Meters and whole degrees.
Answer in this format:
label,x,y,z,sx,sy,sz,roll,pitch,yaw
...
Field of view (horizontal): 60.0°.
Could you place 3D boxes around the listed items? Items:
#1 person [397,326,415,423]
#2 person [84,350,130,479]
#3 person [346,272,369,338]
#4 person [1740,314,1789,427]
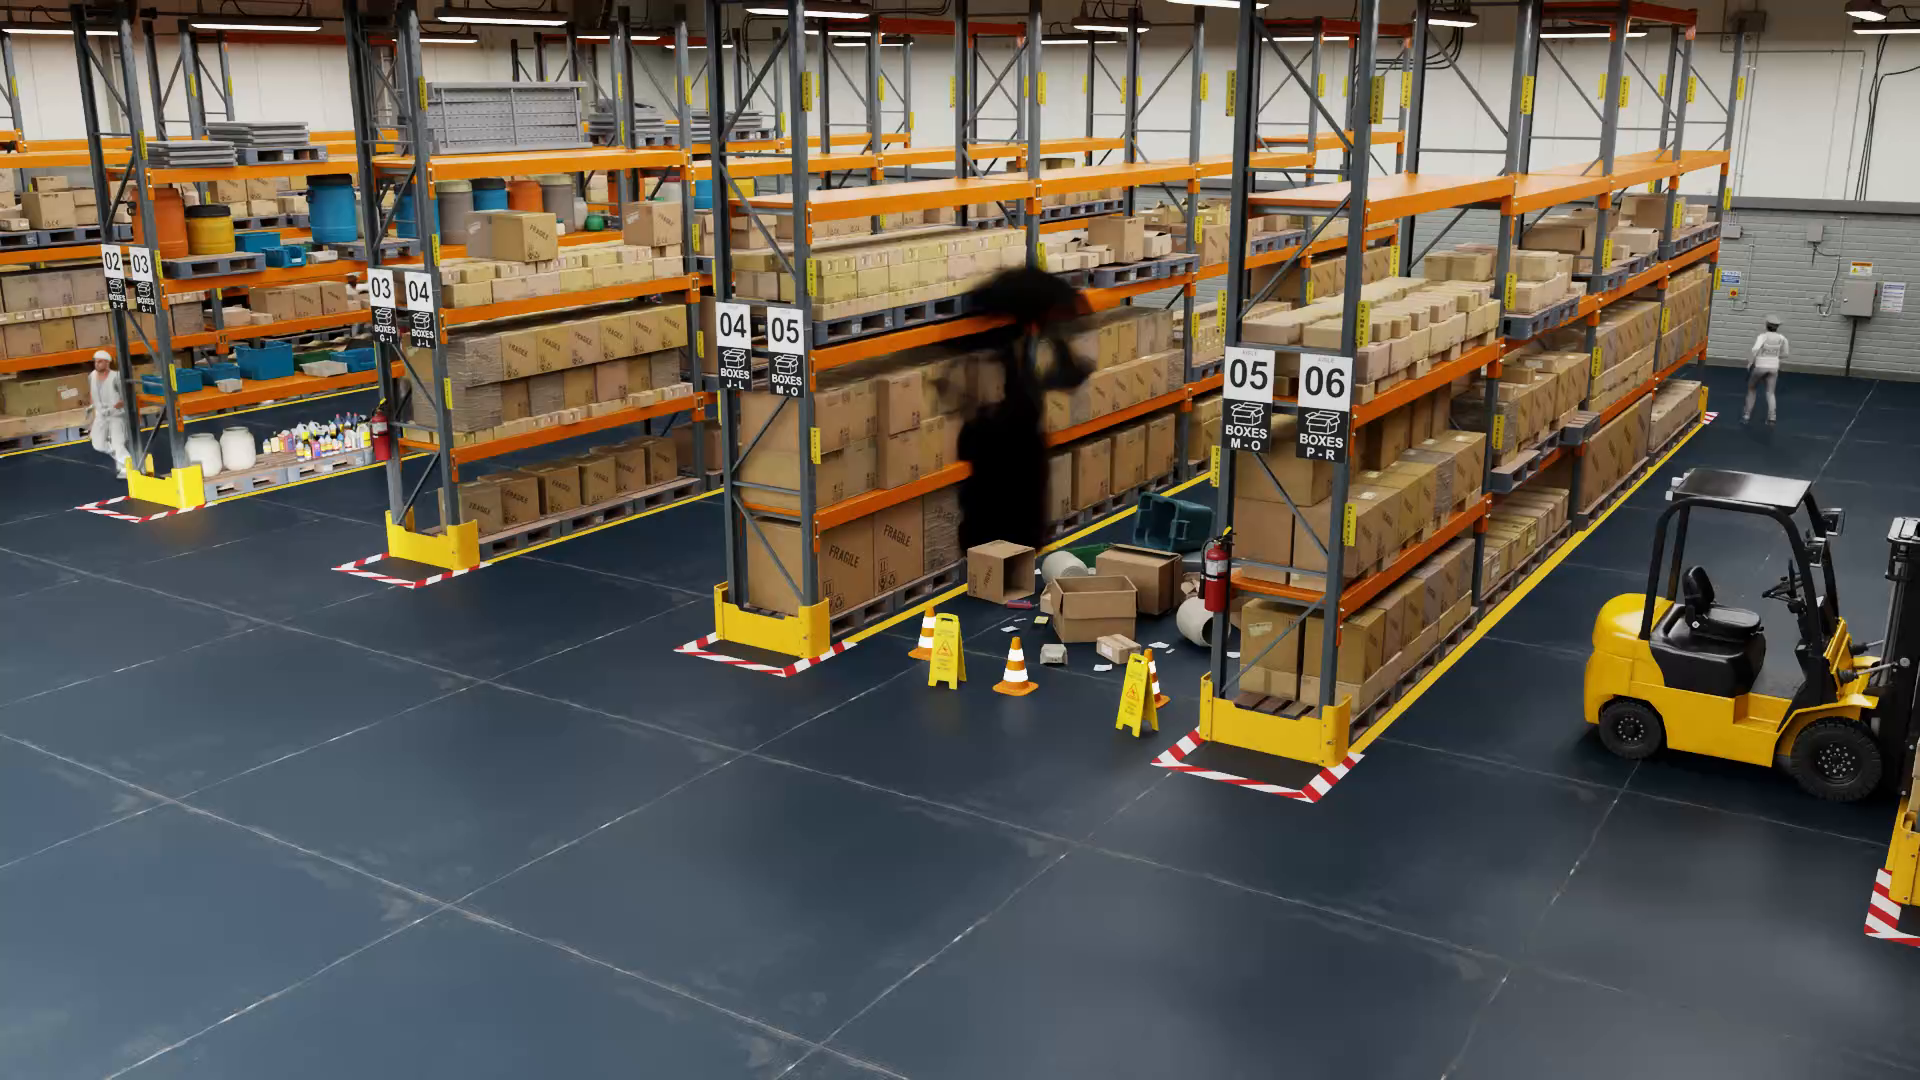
label,x,y,z,sx,sy,sz,roll,pitch,yaw
person,-8.503,-2.532,25.301,0.553,1.615,0.596,11,19,34
person,-11.196,-1.629,21.834,0.670,1.732,0.633,2,16,7
person,-11.152,-4.175,30.972,0.685,1.745,0.900,8,18,27
person,12.197,-2.531,25.142,0.616,1.725,0.871,2,16,8
